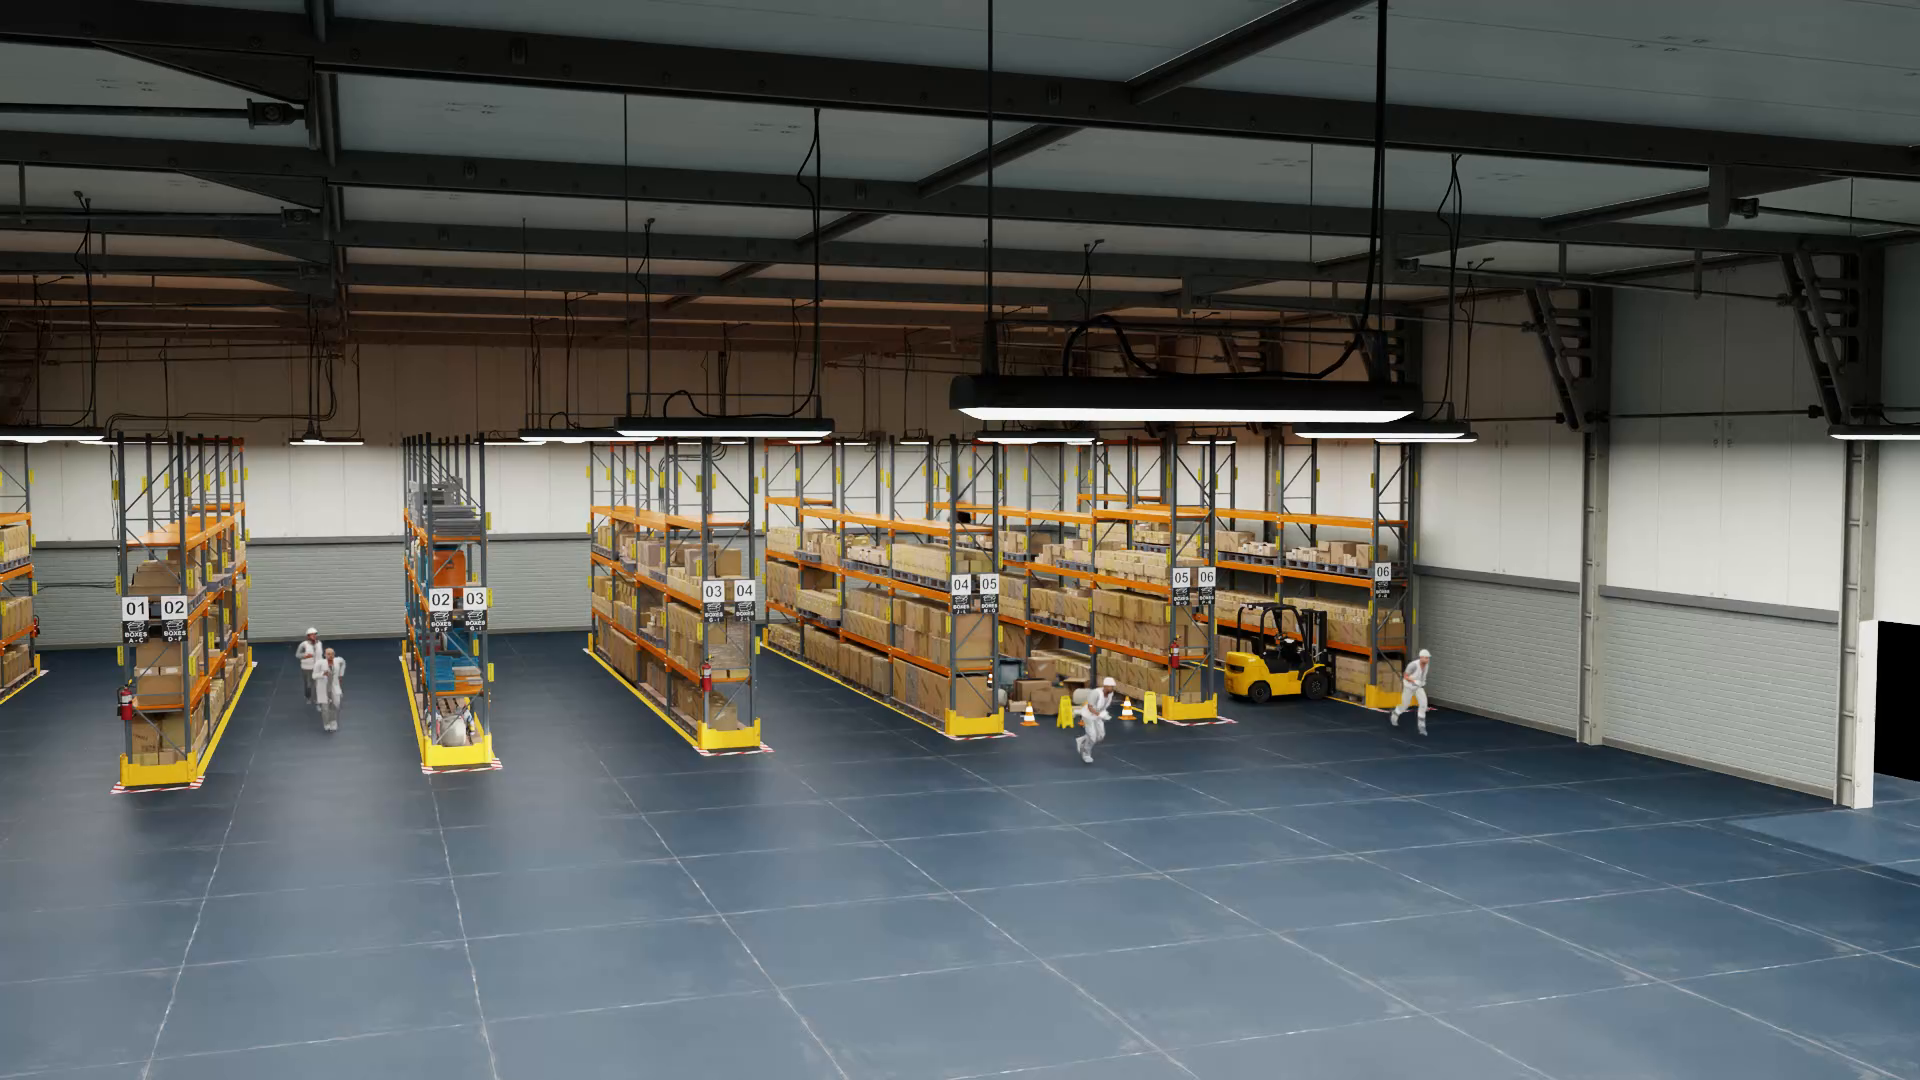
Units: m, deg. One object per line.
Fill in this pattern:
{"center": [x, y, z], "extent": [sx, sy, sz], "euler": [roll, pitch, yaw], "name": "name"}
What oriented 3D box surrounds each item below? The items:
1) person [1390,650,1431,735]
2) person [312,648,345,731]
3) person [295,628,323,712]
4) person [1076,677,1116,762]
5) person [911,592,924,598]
{"center": [9.103, 3.037, 33.560], "extent": [0.704, 1.729, 1.056], "euler": [-2, 4, -32], "name": "person"}
{"center": [-12.626, 3.047, 33.312], "extent": [0.680, 1.604, 0.934], "euler": [-2, 4, -29], "name": "person"}
{"center": [-14.192, 2.822, 36.333], "extent": [0.635, 1.813, 0.871], "euler": [-2, 4, -35], "name": "person"}
{"center": [2.513, 3.257, 30.296], "extent": [0.855, 1.580, 0.710], "euler": [3, 4, 41], "name": "person"}
{"center": [-1.350, 1.911, 53.040], "extent": [0.778, 1.853, 0.633], "euler": [-3, 4, -42], "name": "person"}
